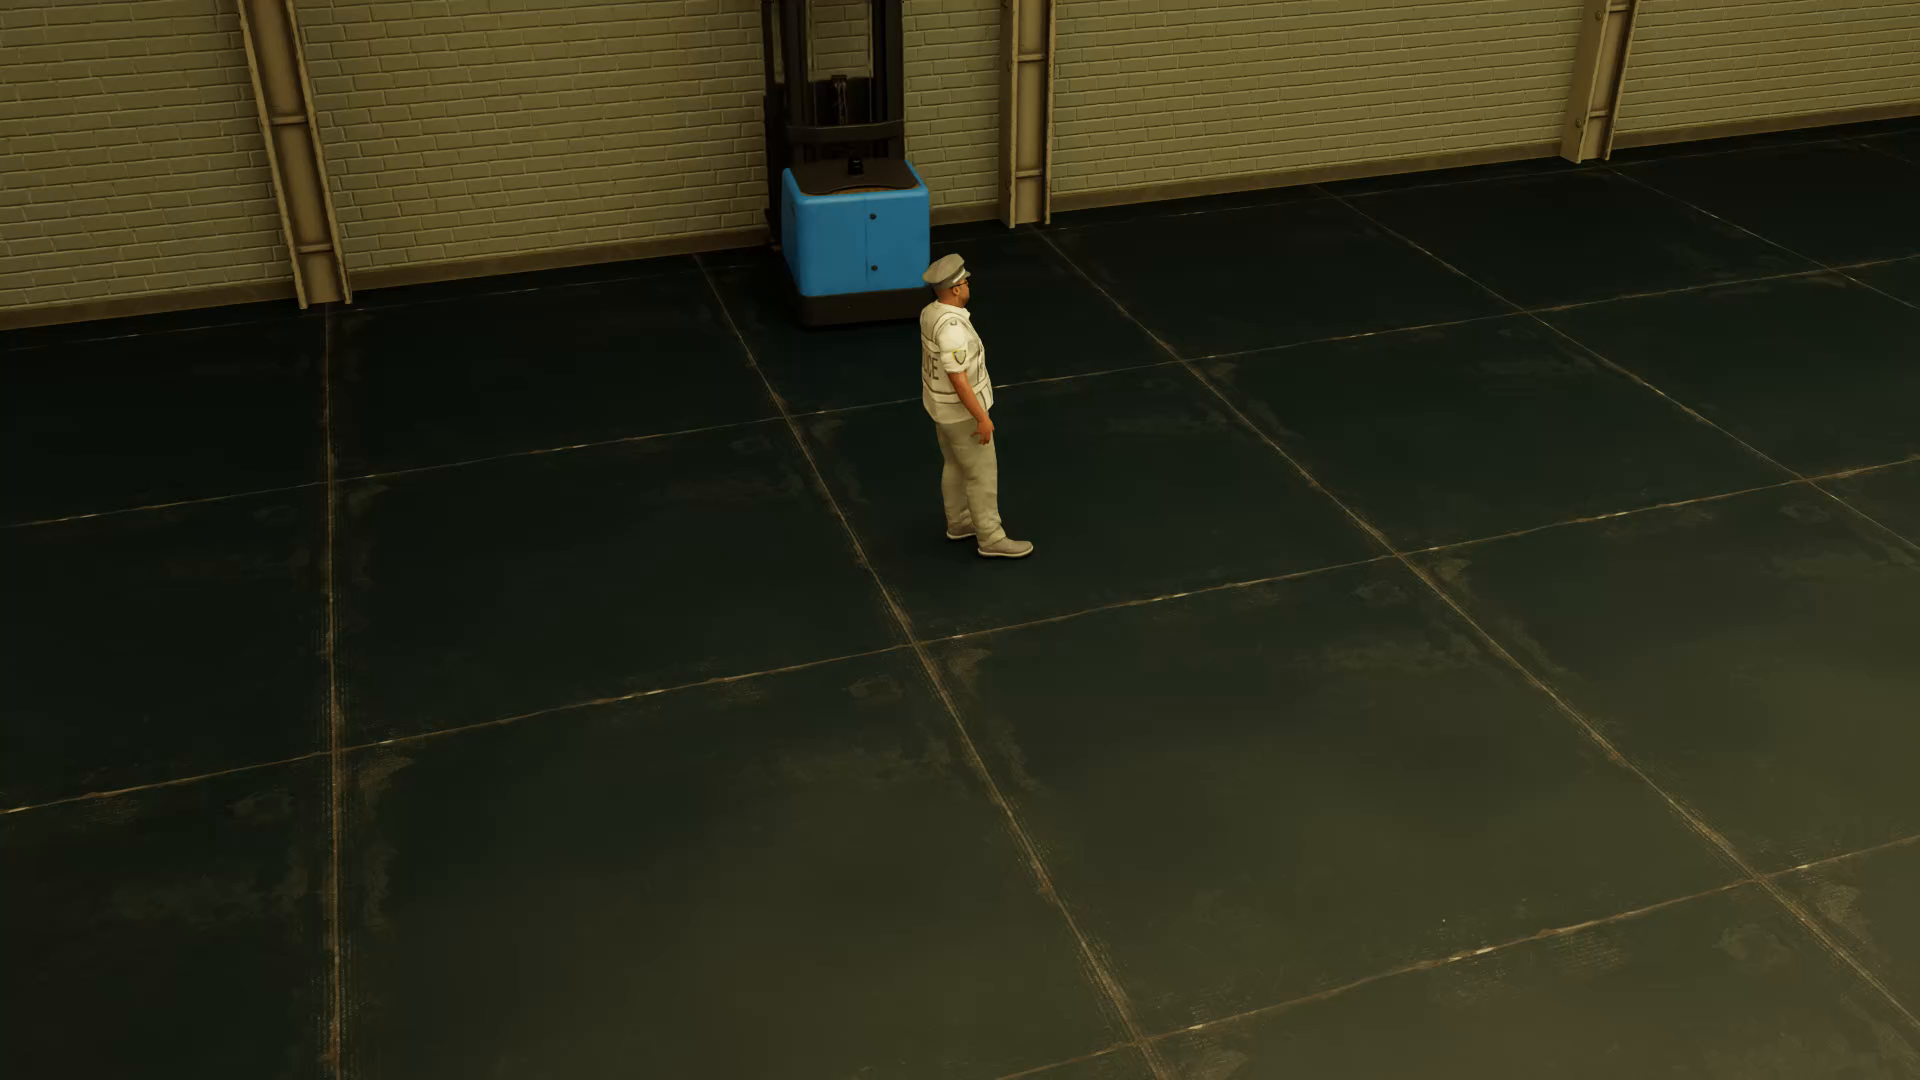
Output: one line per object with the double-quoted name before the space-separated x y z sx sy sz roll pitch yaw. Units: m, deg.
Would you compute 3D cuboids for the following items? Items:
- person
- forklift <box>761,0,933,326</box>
"person" 0.078 -0.786 9.590 0.574 1.780 0.641 -10 31 -16
"forklift" -1.044 -3.626 13.389 1.130 2.935 3.031 -7 31 -11
